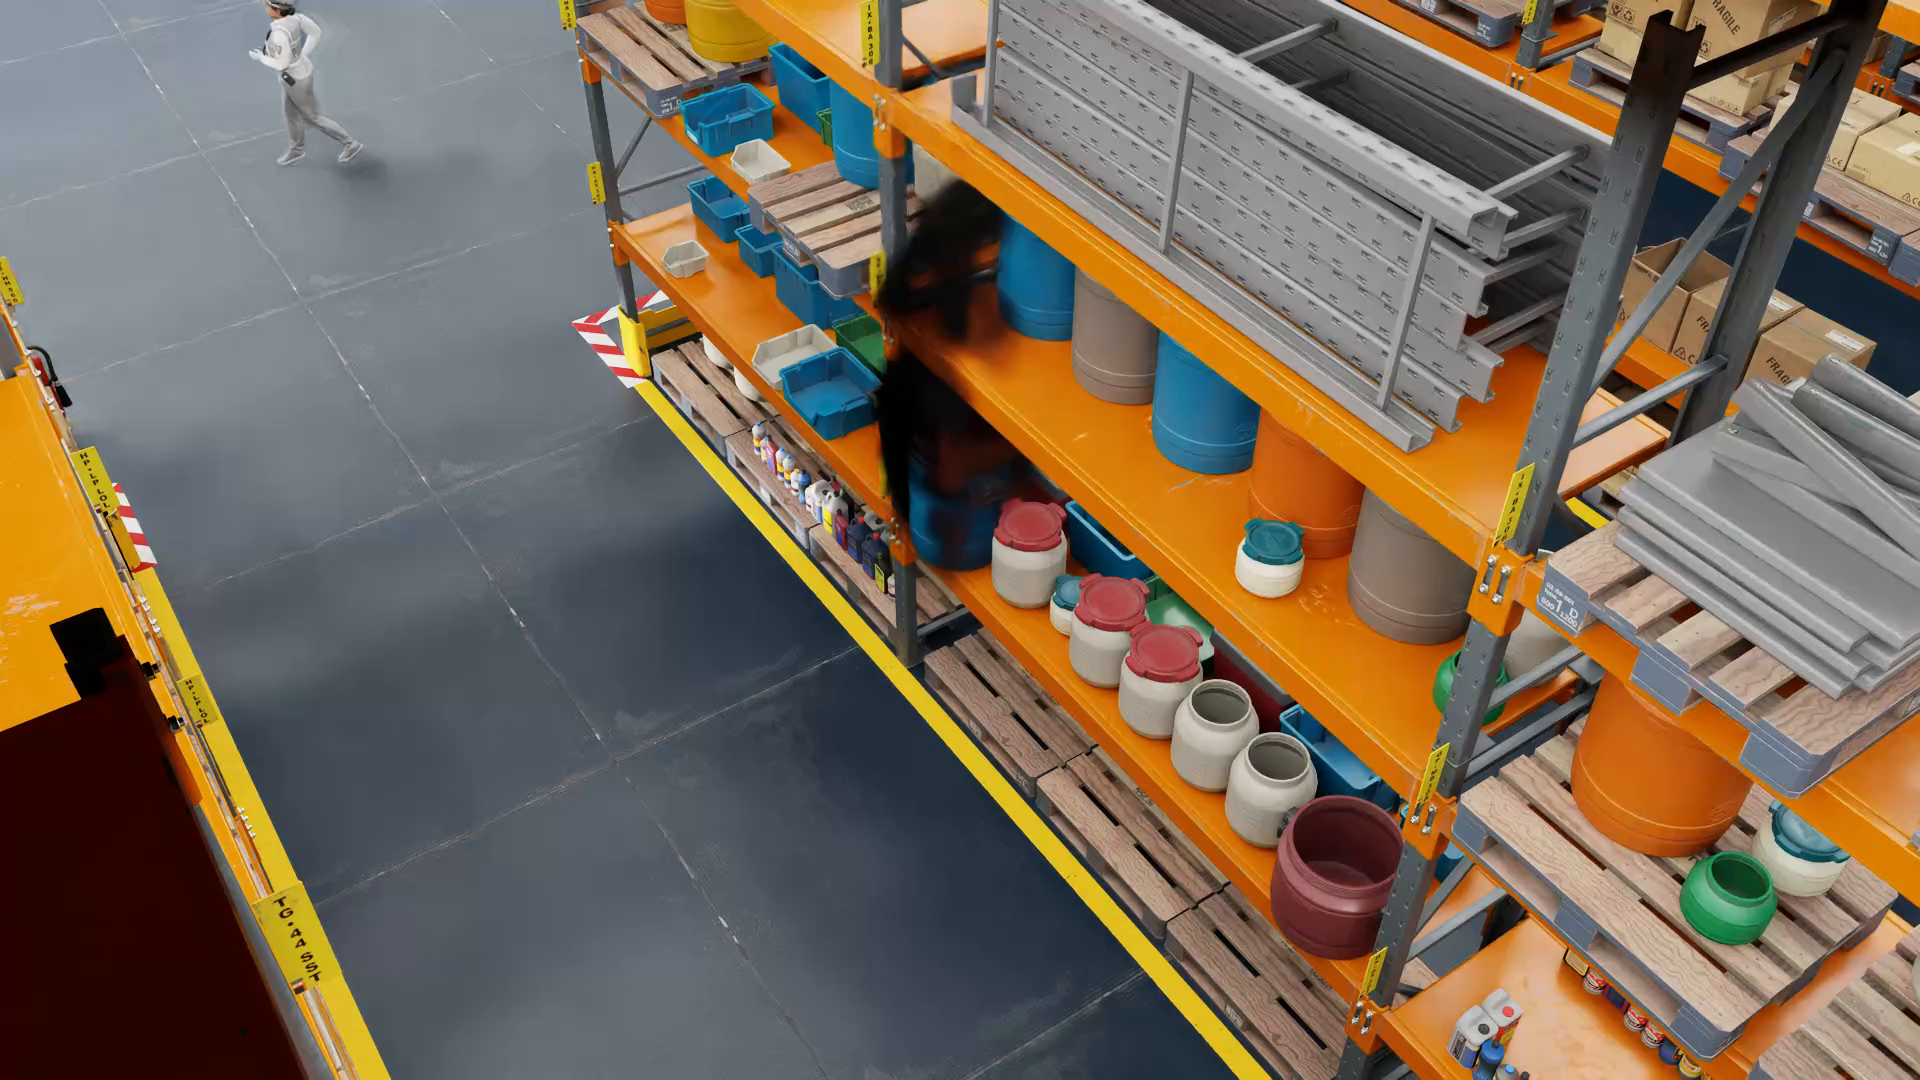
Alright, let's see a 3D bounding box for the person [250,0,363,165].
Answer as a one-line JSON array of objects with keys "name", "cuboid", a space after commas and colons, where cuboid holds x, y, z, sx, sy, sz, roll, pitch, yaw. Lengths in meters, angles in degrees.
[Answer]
[{"name": "person", "cuboid": [-5.962, -4.148, 14.982, 0.843, 1.712, 0.608, -5, 43, -5]}]
